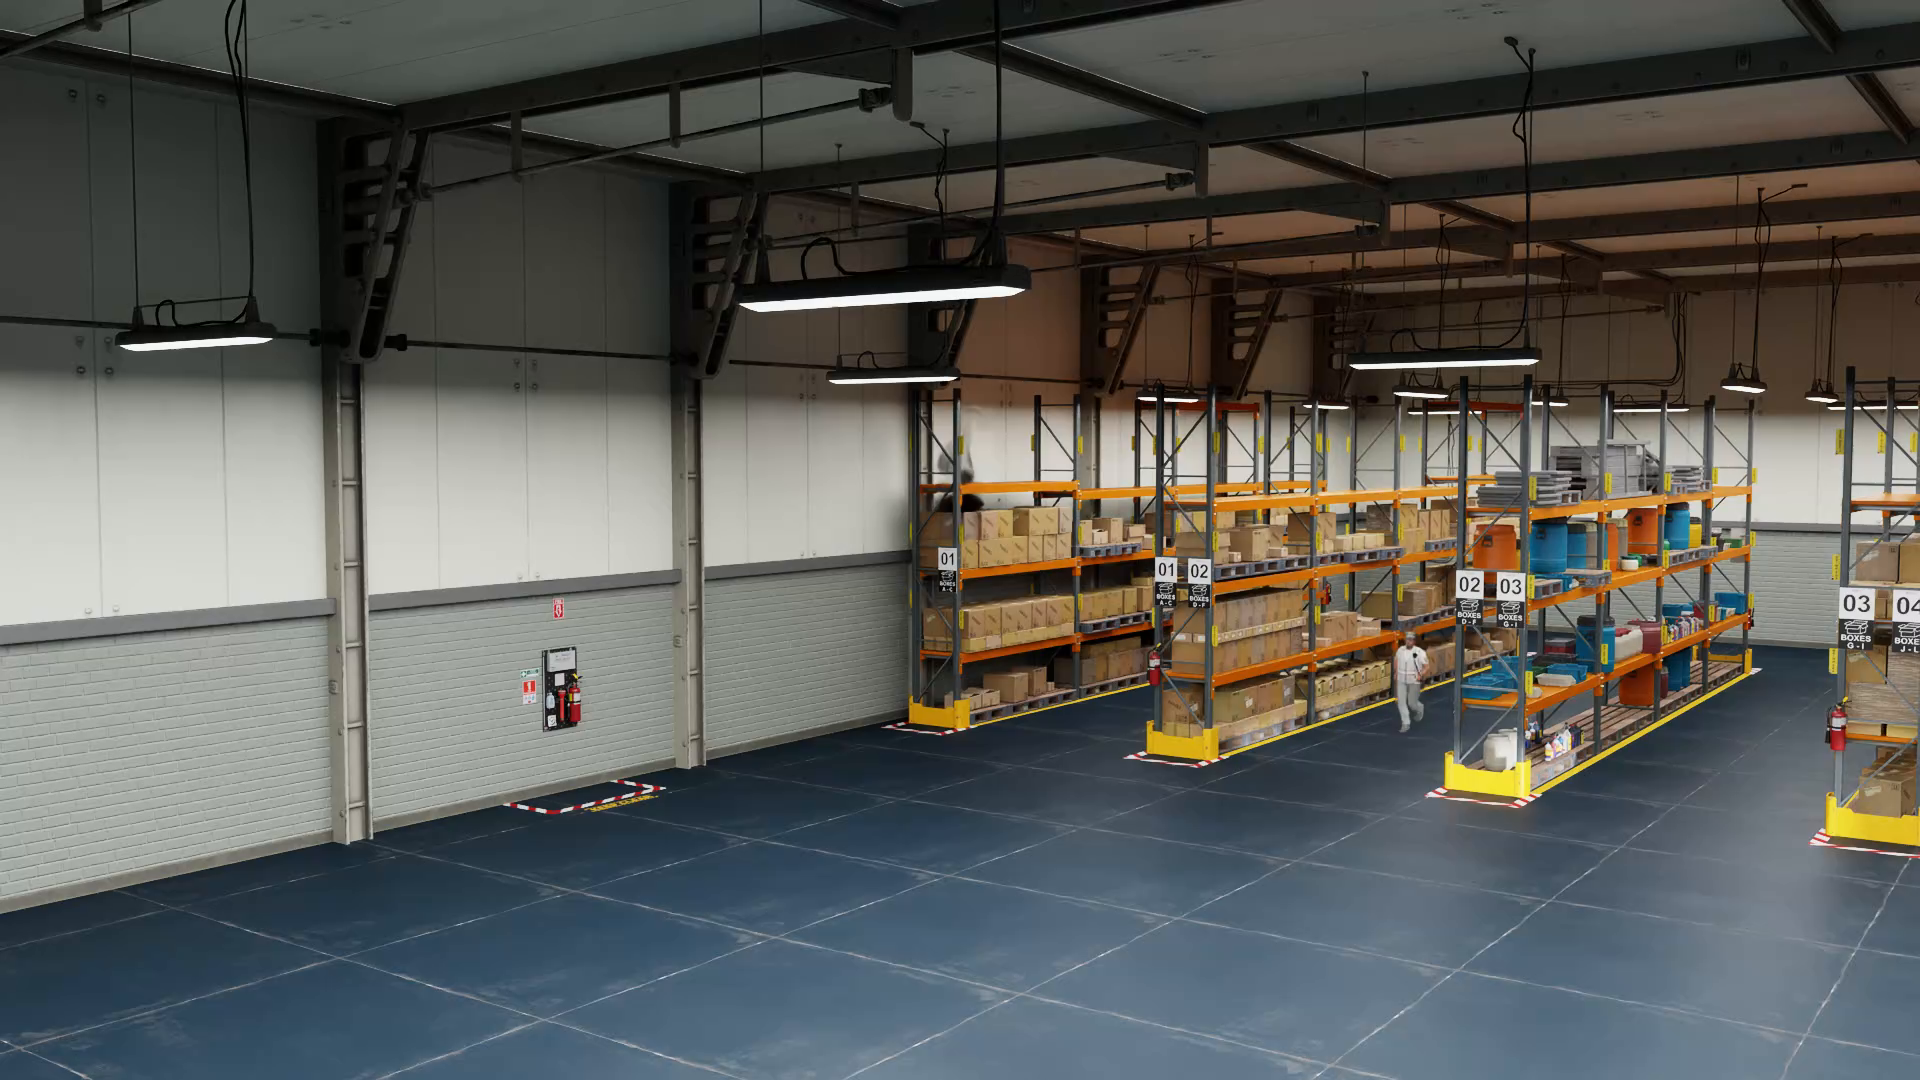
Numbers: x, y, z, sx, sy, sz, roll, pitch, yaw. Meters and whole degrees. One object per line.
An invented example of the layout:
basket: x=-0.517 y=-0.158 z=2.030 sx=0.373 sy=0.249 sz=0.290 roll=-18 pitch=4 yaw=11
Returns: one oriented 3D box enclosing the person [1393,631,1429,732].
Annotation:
person: x=7.921 y=2.473 z=29.283 sx=0.663 sy=1.764 sz=0.763 roll=2 pitch=4 yaw=33
